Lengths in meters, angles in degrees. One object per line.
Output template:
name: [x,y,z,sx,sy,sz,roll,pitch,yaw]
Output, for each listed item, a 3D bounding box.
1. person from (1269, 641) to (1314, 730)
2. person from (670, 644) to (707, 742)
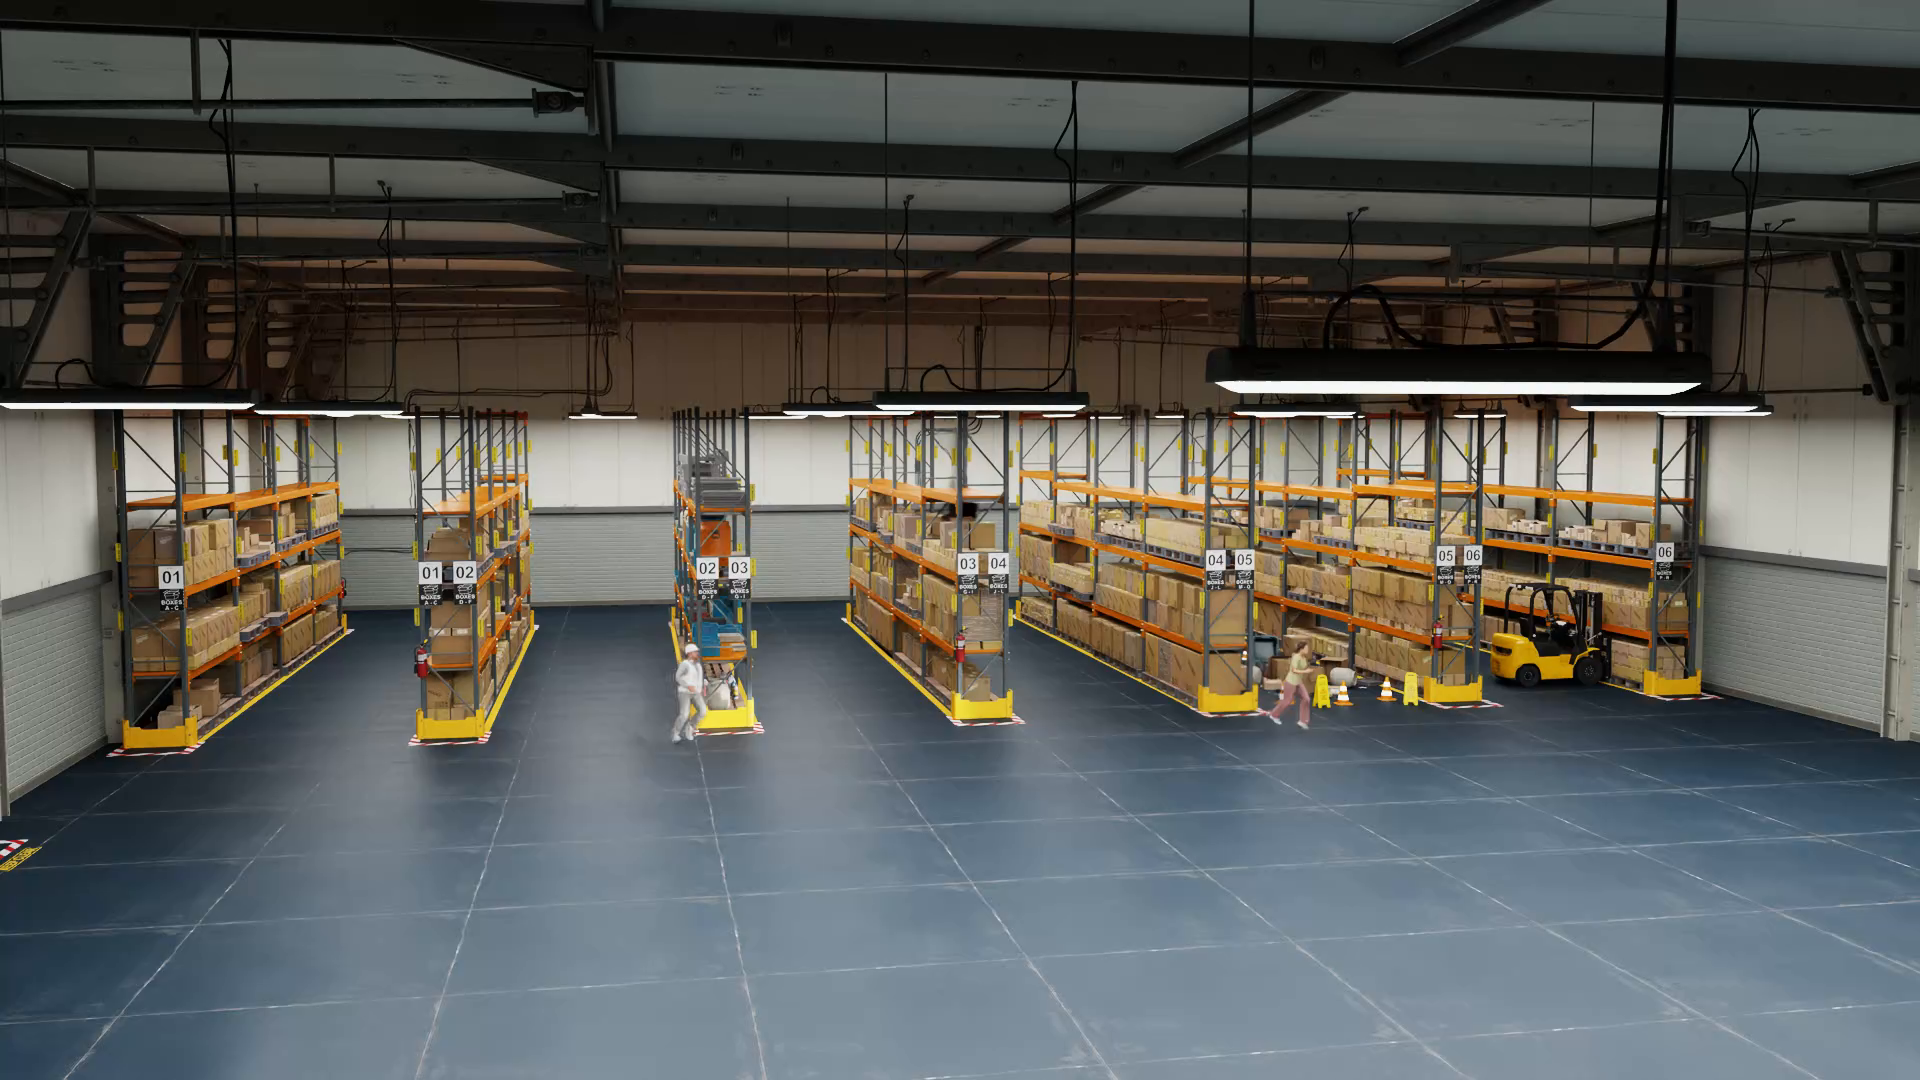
person: [6.188,2.723,31.038,0.892,1.708,0.599,3,5,34]
person: [-4.810,2.738,29.862,0.618,1.738,0.714,3,5,36]
